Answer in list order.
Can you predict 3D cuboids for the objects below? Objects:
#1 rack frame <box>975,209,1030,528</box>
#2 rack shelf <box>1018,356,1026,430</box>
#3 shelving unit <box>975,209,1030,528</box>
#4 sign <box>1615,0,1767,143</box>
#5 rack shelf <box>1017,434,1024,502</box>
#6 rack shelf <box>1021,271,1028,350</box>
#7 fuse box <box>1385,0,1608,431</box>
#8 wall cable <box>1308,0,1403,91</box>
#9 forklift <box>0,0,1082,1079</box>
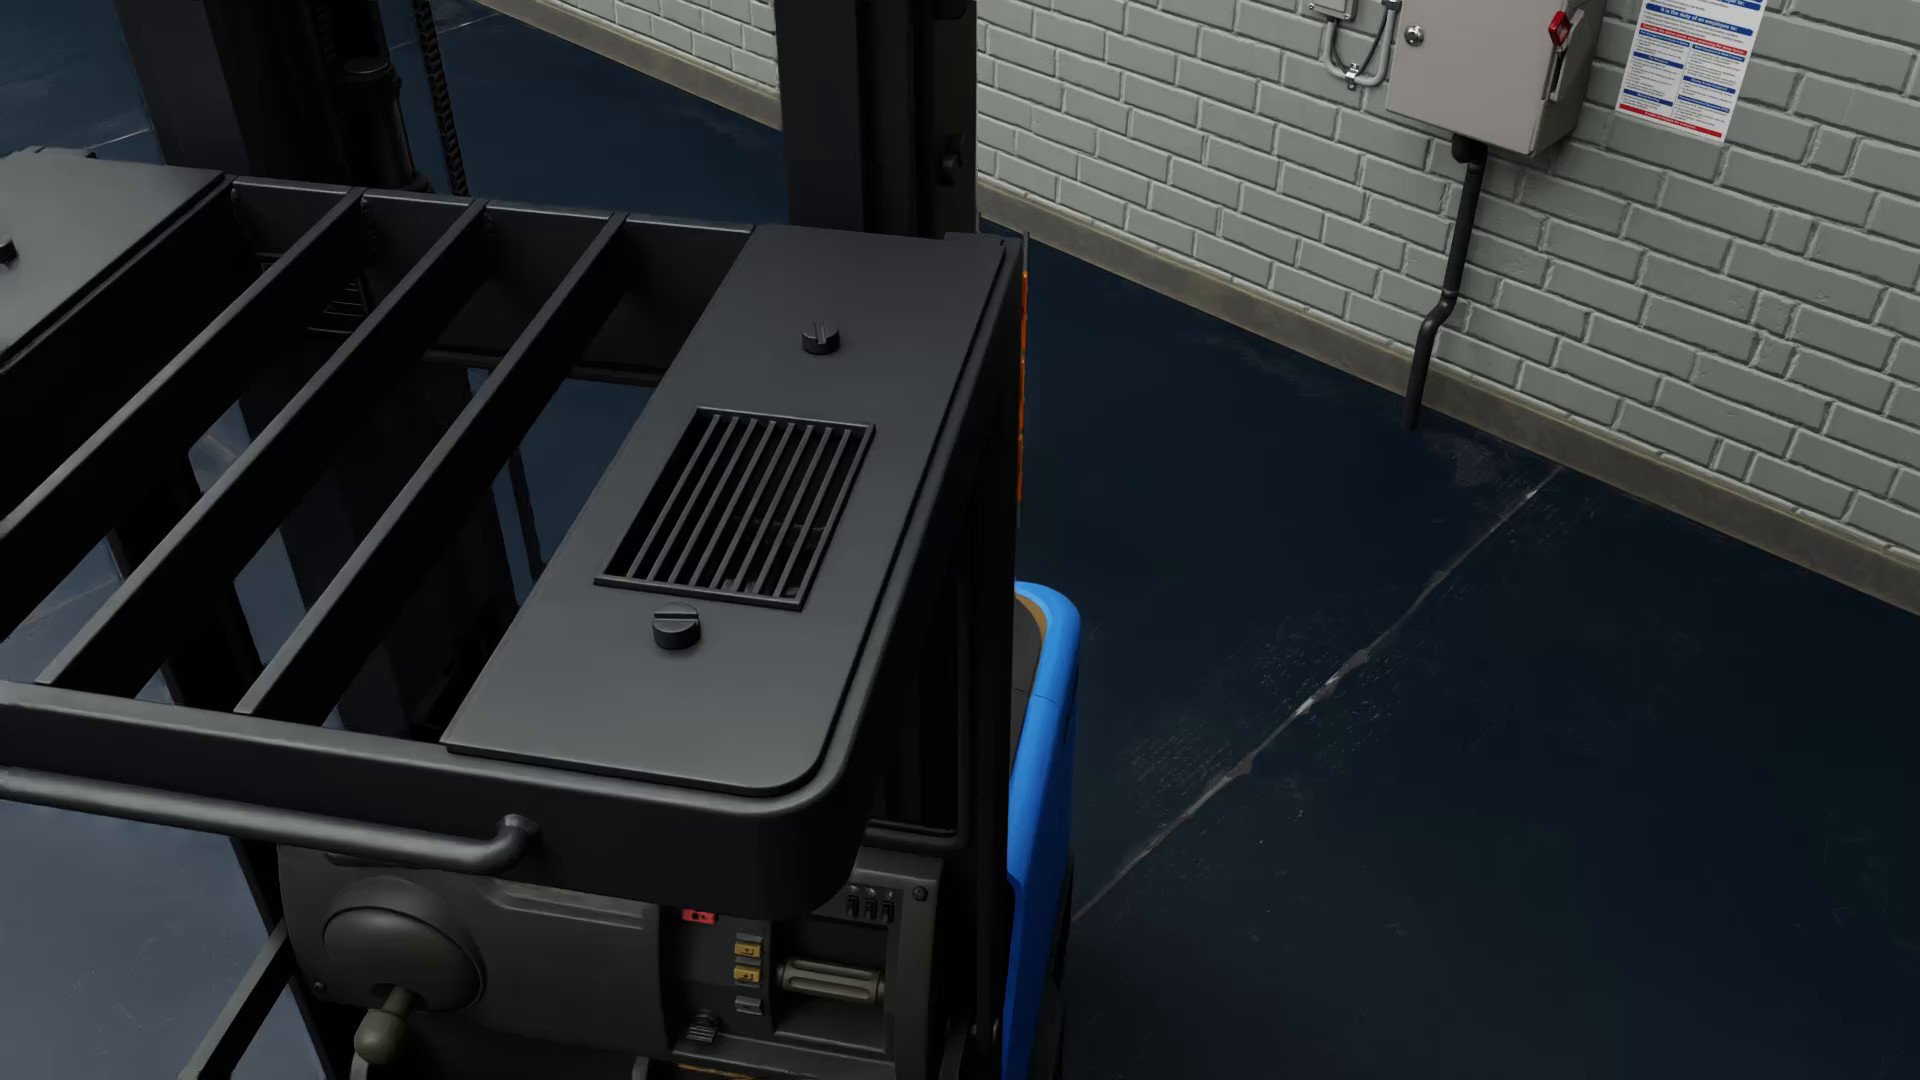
[{"bbox_3d":[0.118,-0.492,5.025,0.200,1.050,0.008,30,47,32],"label":"rack frame"},{"bbox_3d":[0.036,-0.427,4.961,0.215,0.259,0.240,30,47,32],"label":"rack shelf"},{"bbox_3d":[0.036,-0.436,4.954,0.215,1.050,0.252,30,47,32],"label":"shelving unit"},{"bbox_3d":[2.053,-1.393,4.668,0.329,0.494,0.001,30,47,32],"label":"sign"},{"bbox_3d":[0.036,-0.210,5.134,0.215,0.259,0.240,30,47,32],"label":"rack shelf"},{"bbox_3d":[0.036,-0.649,4.784,0.215,0.259,0.240,30,47,32],"label":"rack shelf"},{"bbox_3d":[1.549,-1.038,5.181,0.539,1.711,0.414,30,47,32],"label":"fuse box"},{"bbox_3d":[1.151,-2.299,4.915,0.588,1.984,0.122,30,47,32],"label":"wall cable"},{"bbox_3d":[-0.528,0.631,2.101,1.130,2.935,3.031,7,39,9],"label":"forklift"}]
